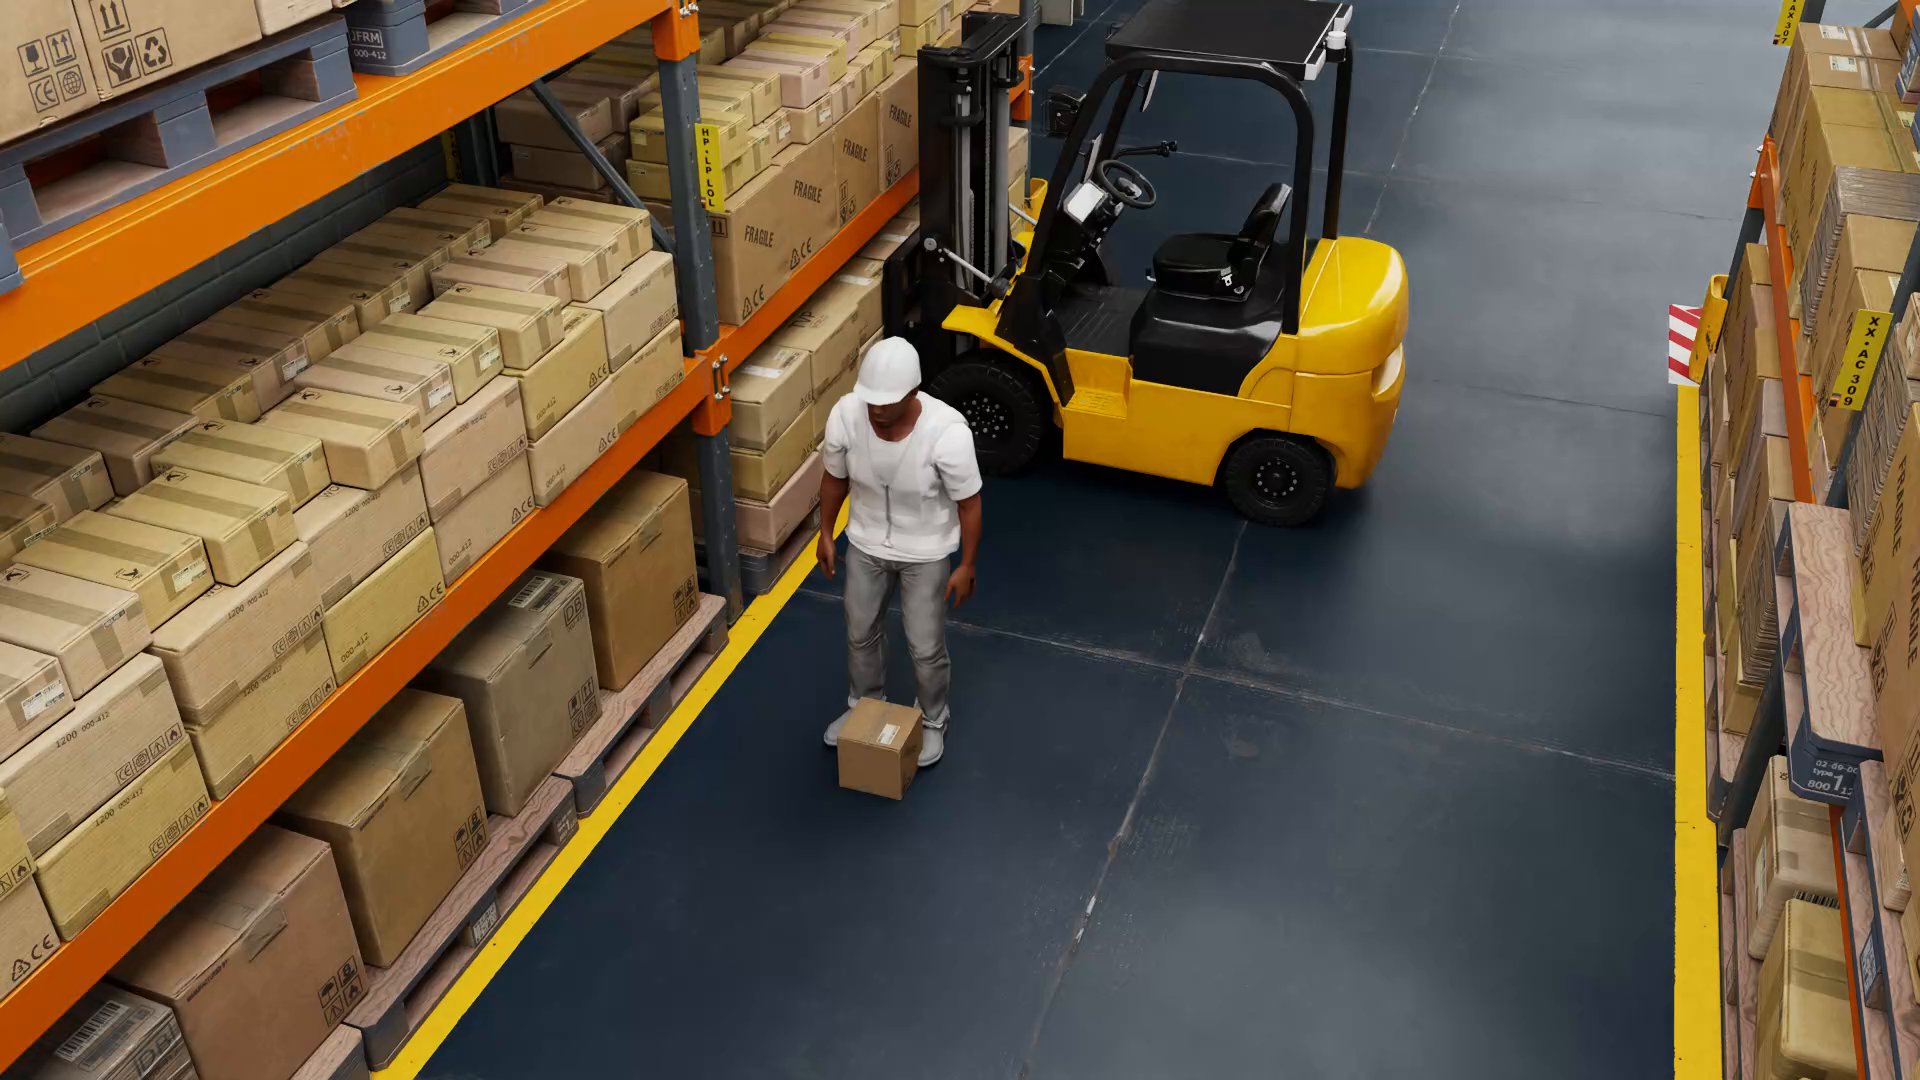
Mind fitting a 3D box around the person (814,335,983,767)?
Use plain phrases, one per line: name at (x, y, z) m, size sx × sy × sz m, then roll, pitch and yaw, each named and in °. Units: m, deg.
person at (-0.232, 0.036, 6.068) m, size 0.631 × 1.760 × 0.460 m, roll 10°, pitch 34°, yaw 15°
